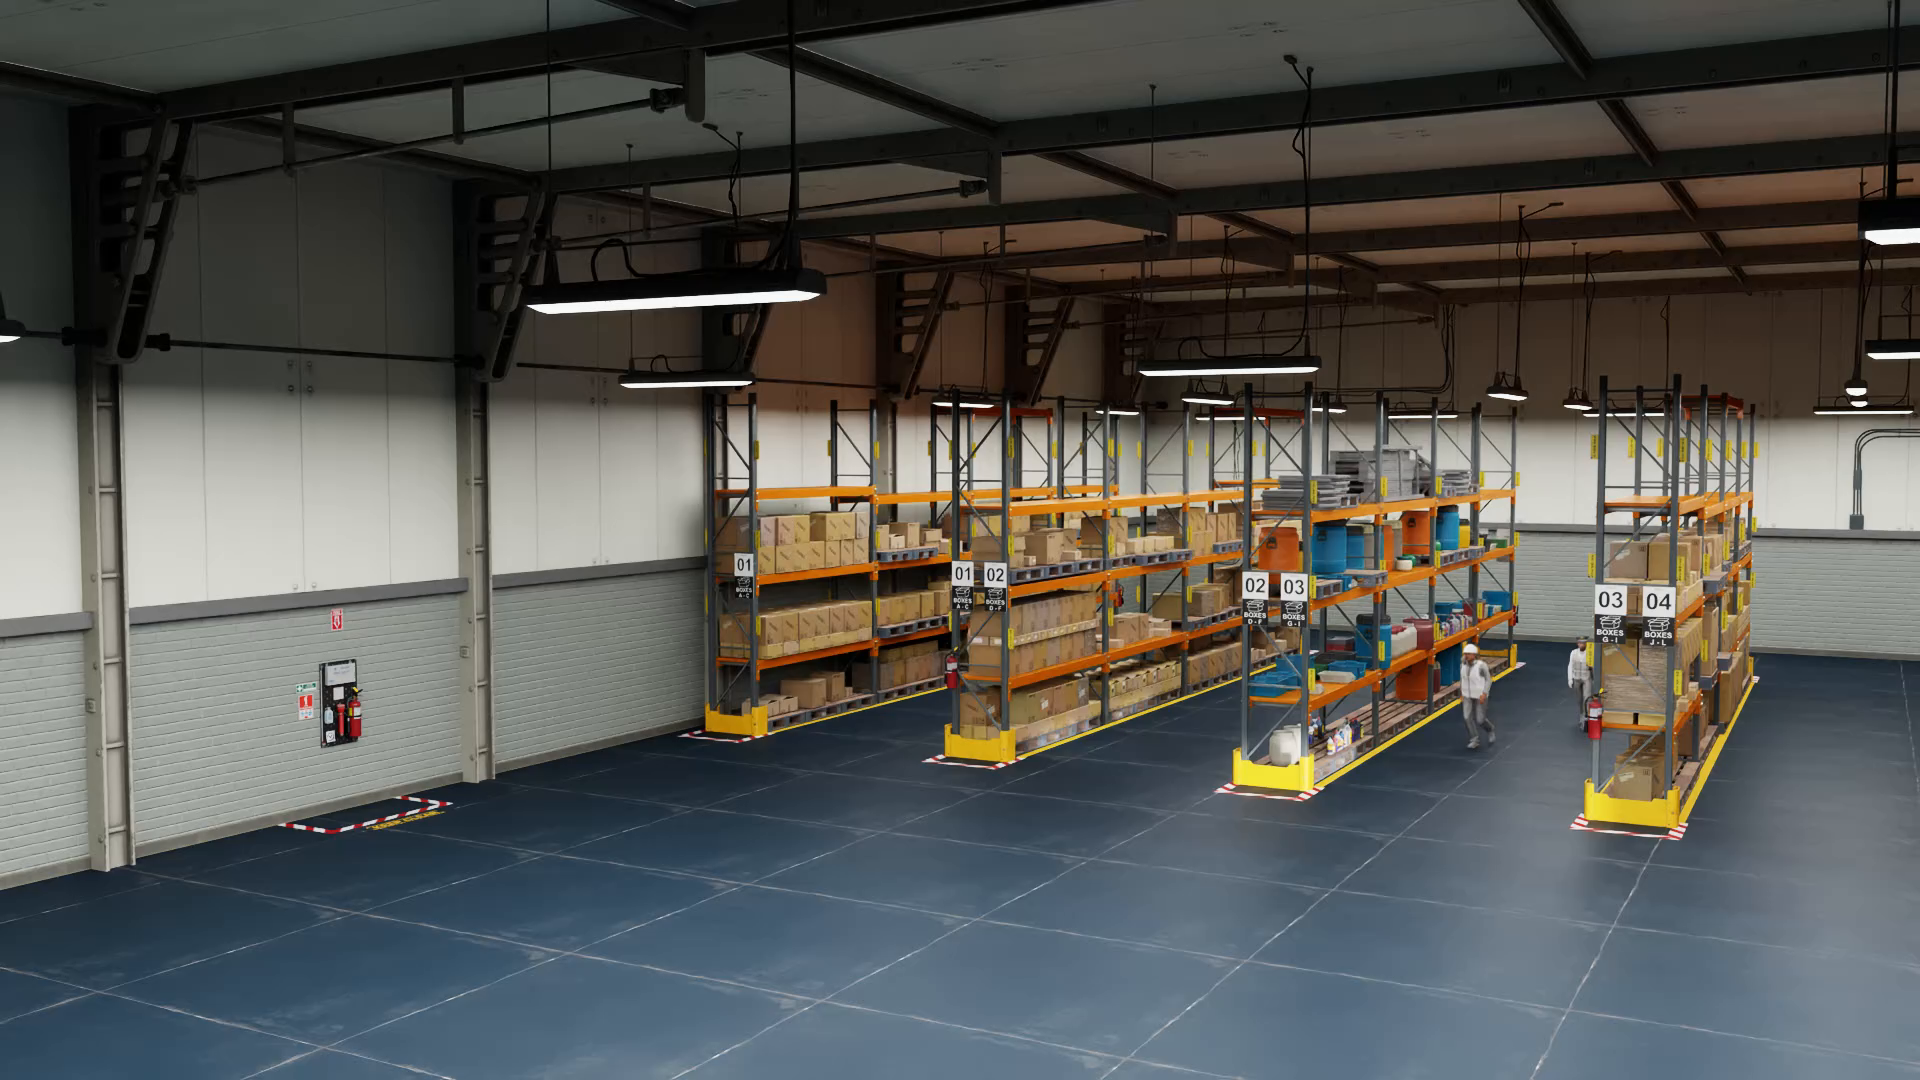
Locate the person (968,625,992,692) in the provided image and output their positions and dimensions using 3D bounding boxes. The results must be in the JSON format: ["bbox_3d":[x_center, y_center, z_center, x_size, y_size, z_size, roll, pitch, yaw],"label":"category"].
[{"bbox_3d":[0.445,2.434,32.466,0.647,1.645,0.498,-2,4,-39],"label":"person"}]

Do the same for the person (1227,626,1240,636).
[{"bbox_3d":[6.970,1.934,42.225,0.686,1.572,0.557,-1,3,-14],"label":"person"}]

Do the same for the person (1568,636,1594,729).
[{"bbox_3d":[11.227,2.536,30.032,0.500,1.637,0.881,2,4,38],"label":"person"}]

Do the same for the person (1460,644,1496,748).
[{"bbox_3d":[8.741,2.617,28.084,0.700,1.747,0.598,-3,4,-44],"label":"person"}]
